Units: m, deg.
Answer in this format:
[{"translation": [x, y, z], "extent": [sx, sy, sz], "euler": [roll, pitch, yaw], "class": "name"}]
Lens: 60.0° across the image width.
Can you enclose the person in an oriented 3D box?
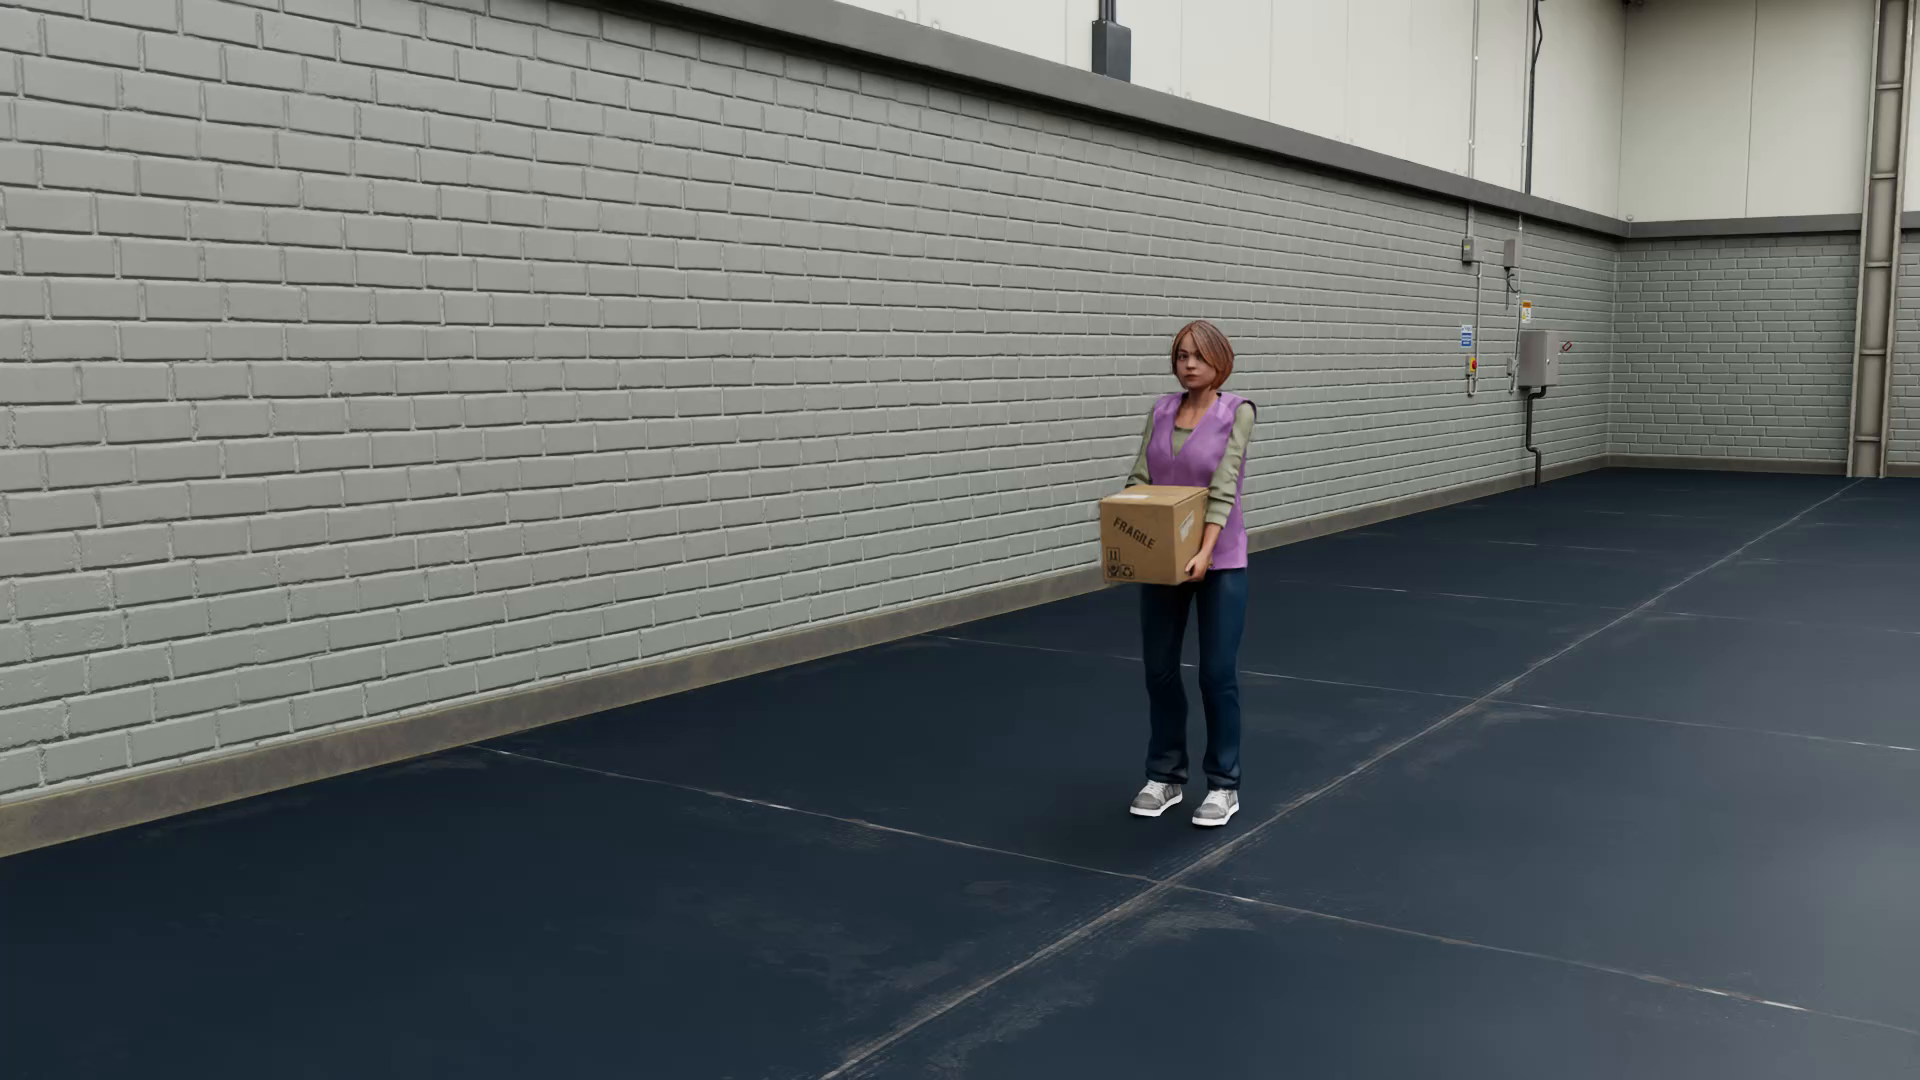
[{"translation": [0.707, 0.109, 5.263], "extent": [0.375, 1.600, 0.502], "euler": [4, 8, 33], "class": "person"}]
